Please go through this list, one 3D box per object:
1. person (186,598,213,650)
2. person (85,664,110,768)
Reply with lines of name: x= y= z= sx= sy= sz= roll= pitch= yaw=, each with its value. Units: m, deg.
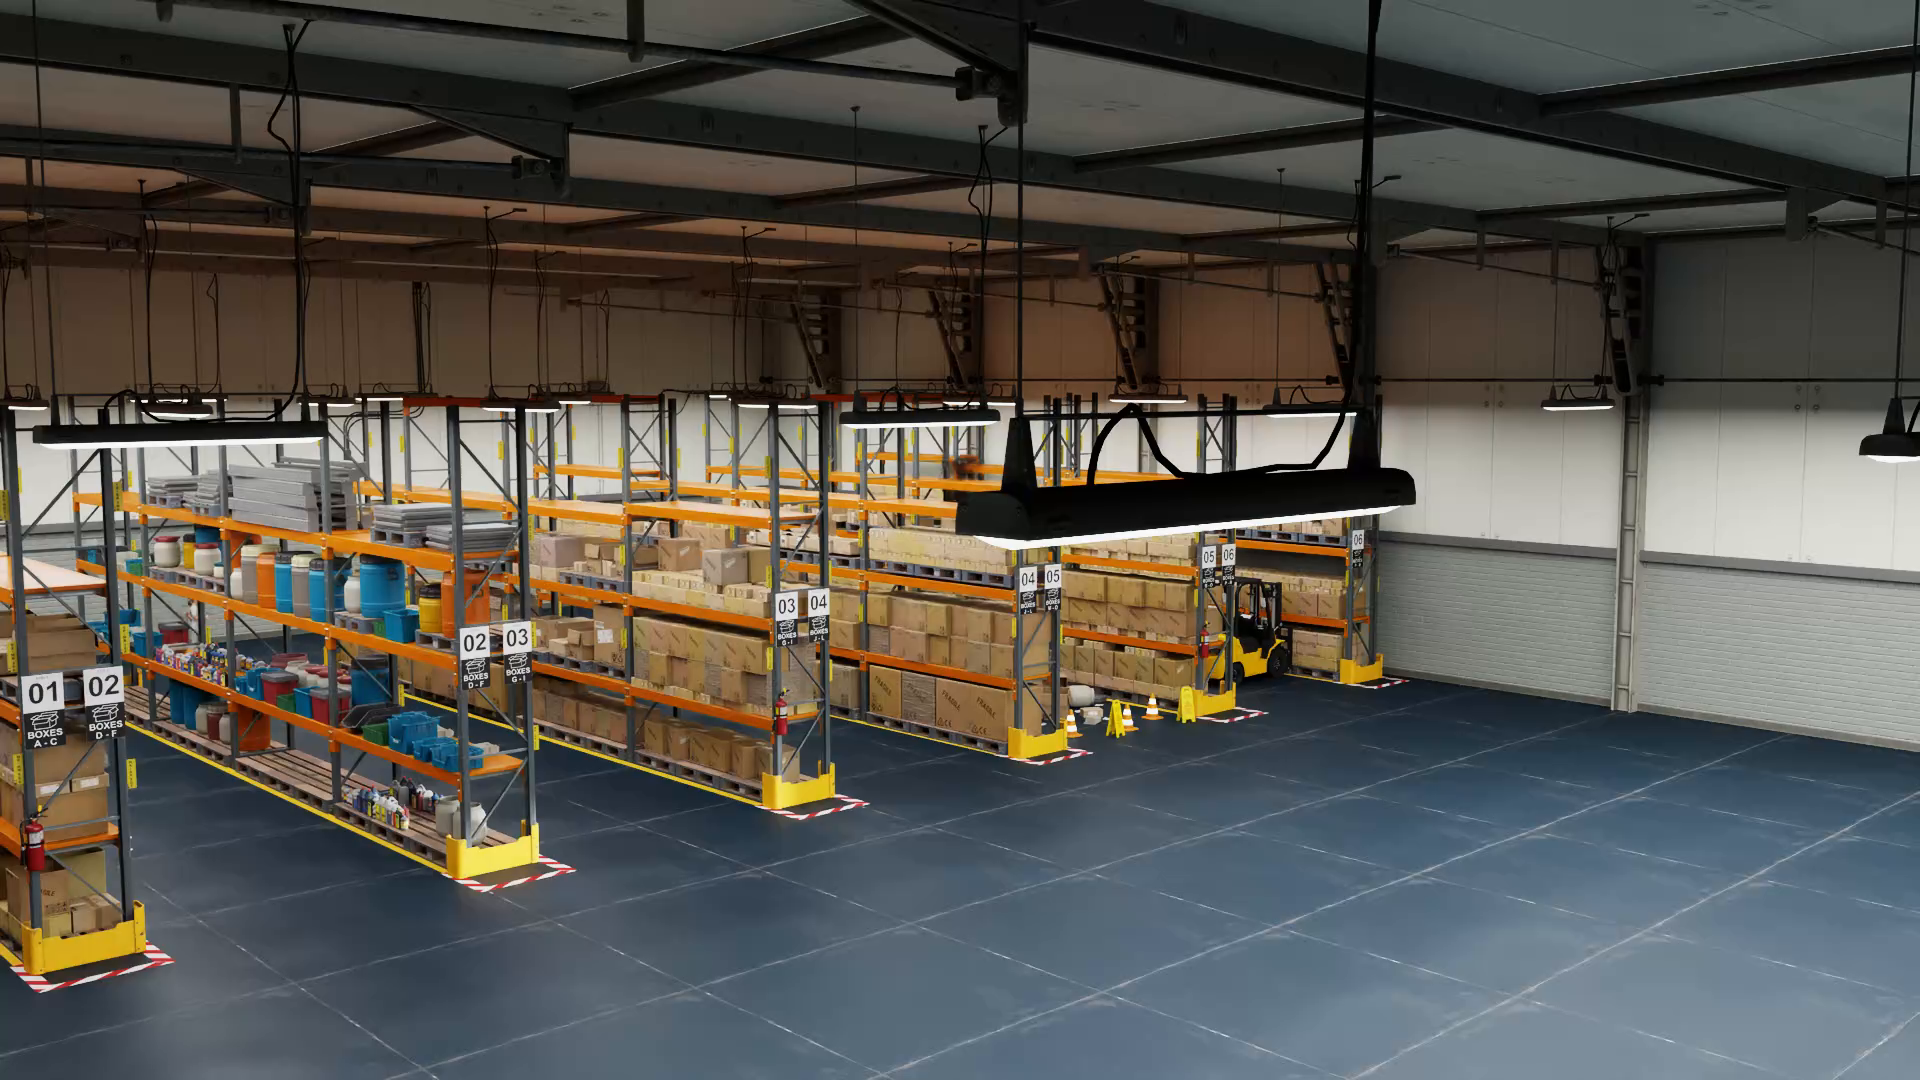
person: x=-16.719 y=1.973 z=36.399 sx=0.946 sy=1.644 sz=0.575 roll=-2 pitch=6 yaw=-23
person: x=-14.124 y=2.871 z=27.191 sx=0.548 sy=1.733 sz=0.812 roll=-4 pitch=7 yaw=-39
